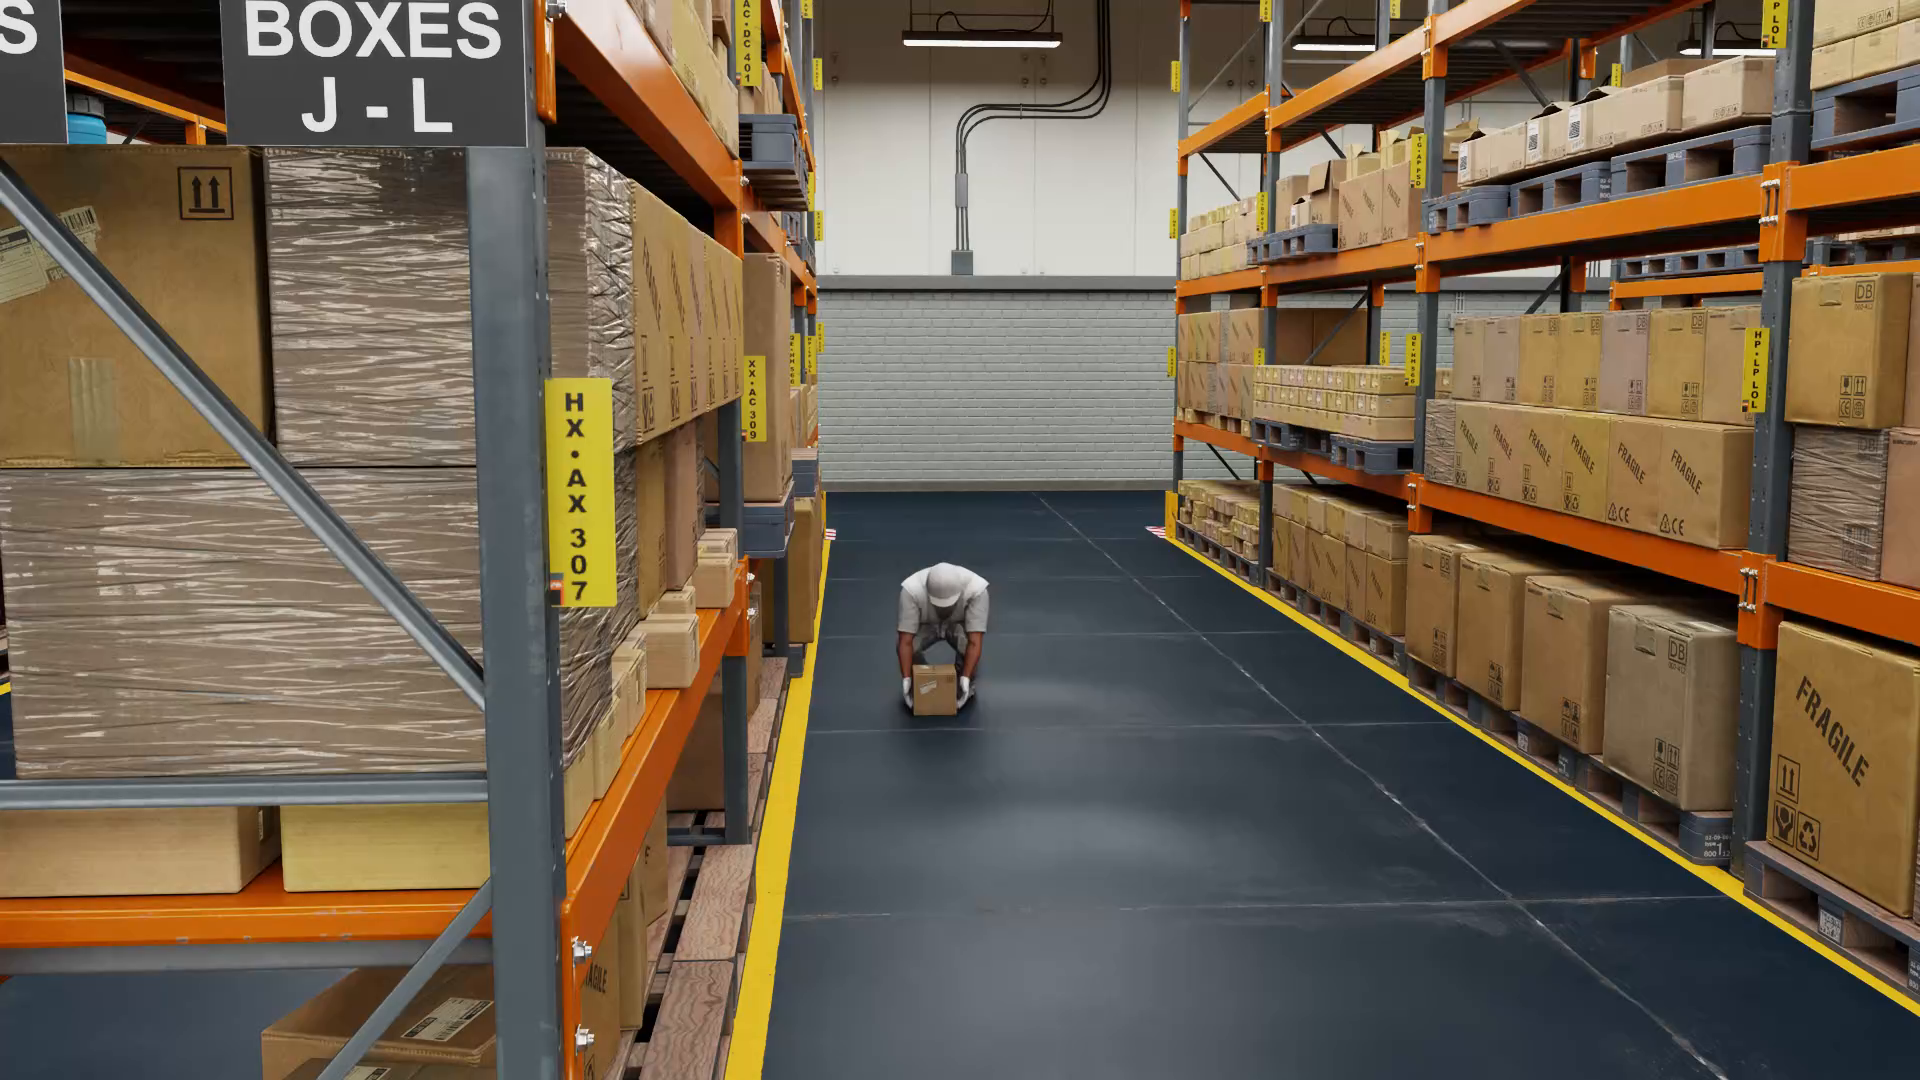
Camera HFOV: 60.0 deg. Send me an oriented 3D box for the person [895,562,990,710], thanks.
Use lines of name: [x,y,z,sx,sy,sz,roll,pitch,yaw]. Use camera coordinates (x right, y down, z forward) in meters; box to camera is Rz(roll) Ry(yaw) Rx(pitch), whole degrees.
person: [-0.099,0.529,10.024,0.578,0.888,0.905,1,7,6]
